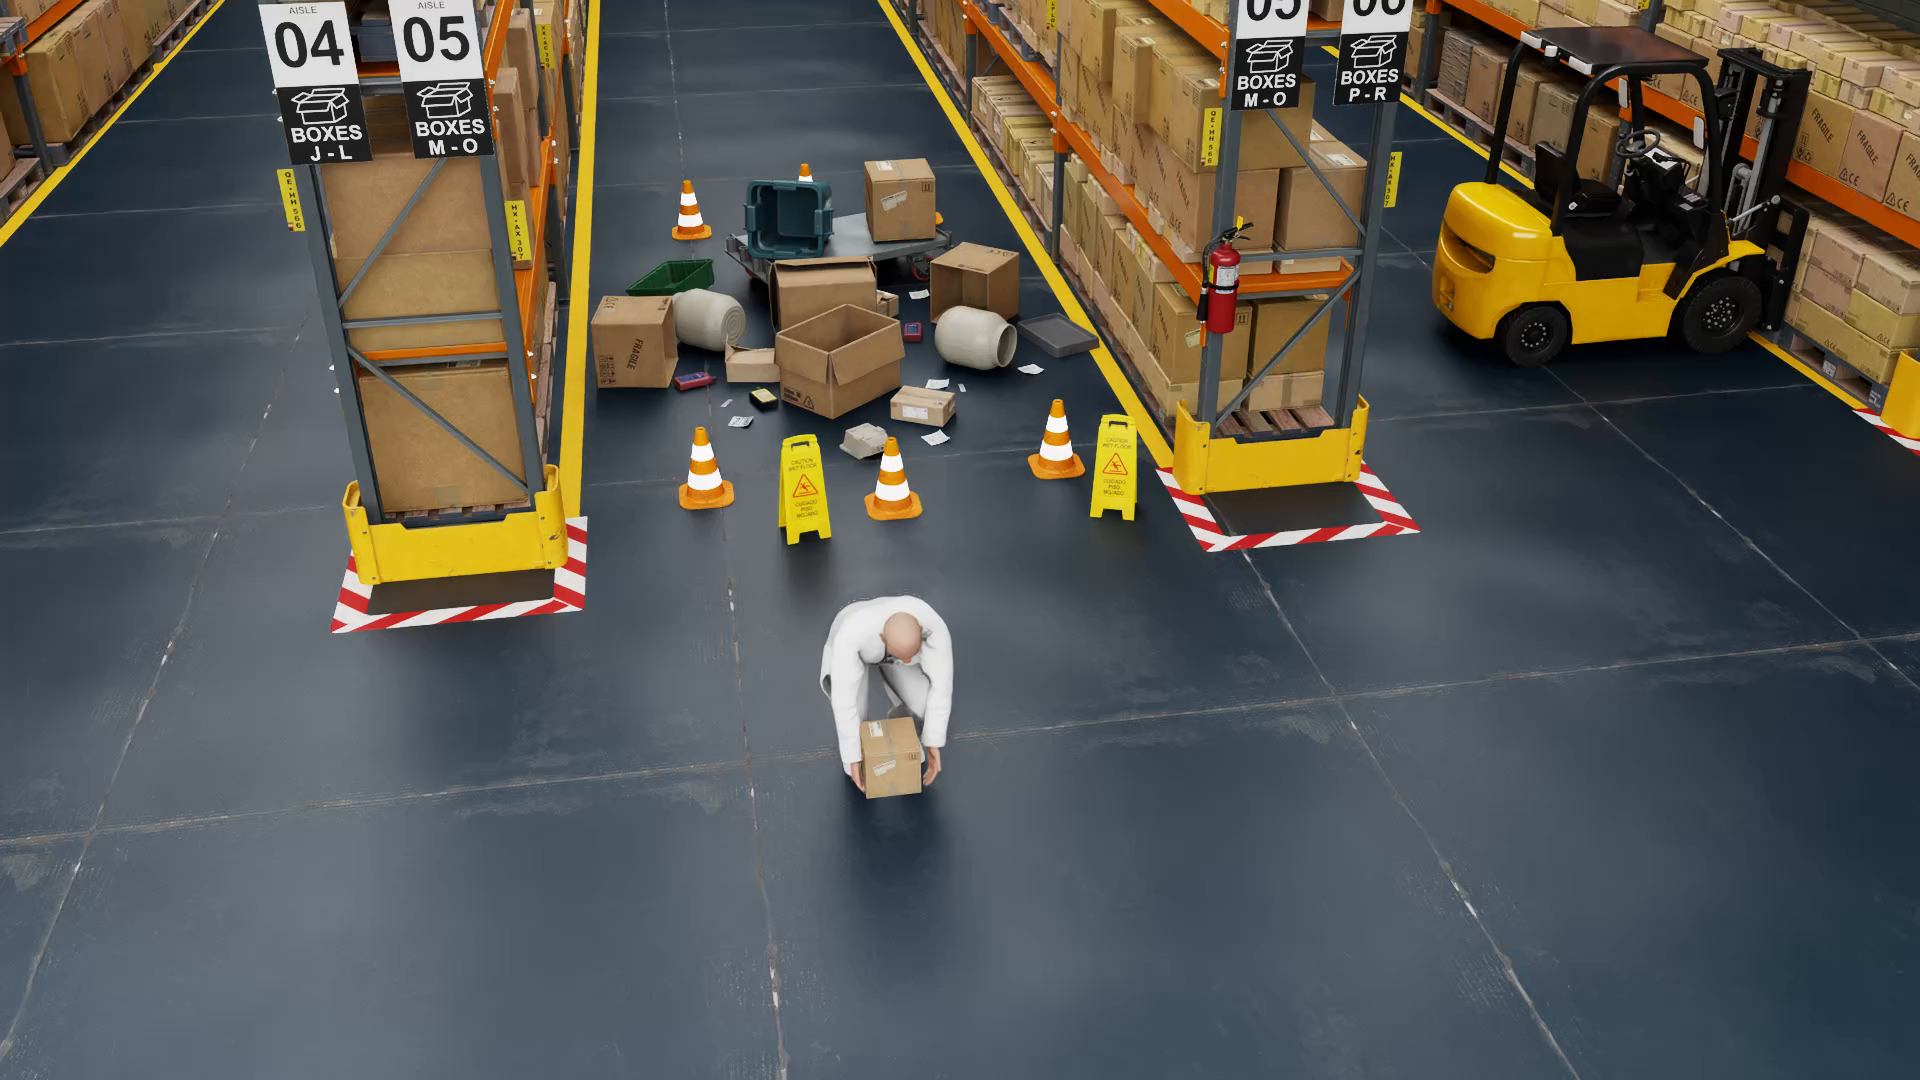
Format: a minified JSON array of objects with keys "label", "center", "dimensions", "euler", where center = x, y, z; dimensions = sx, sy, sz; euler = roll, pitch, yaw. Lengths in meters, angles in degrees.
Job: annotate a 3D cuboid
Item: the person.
[{"label":"person","center":[-0.350,0.649,7.803],"dimensions":[0.607,1.016,0.896],"euler":[-5,31,-9]}]
